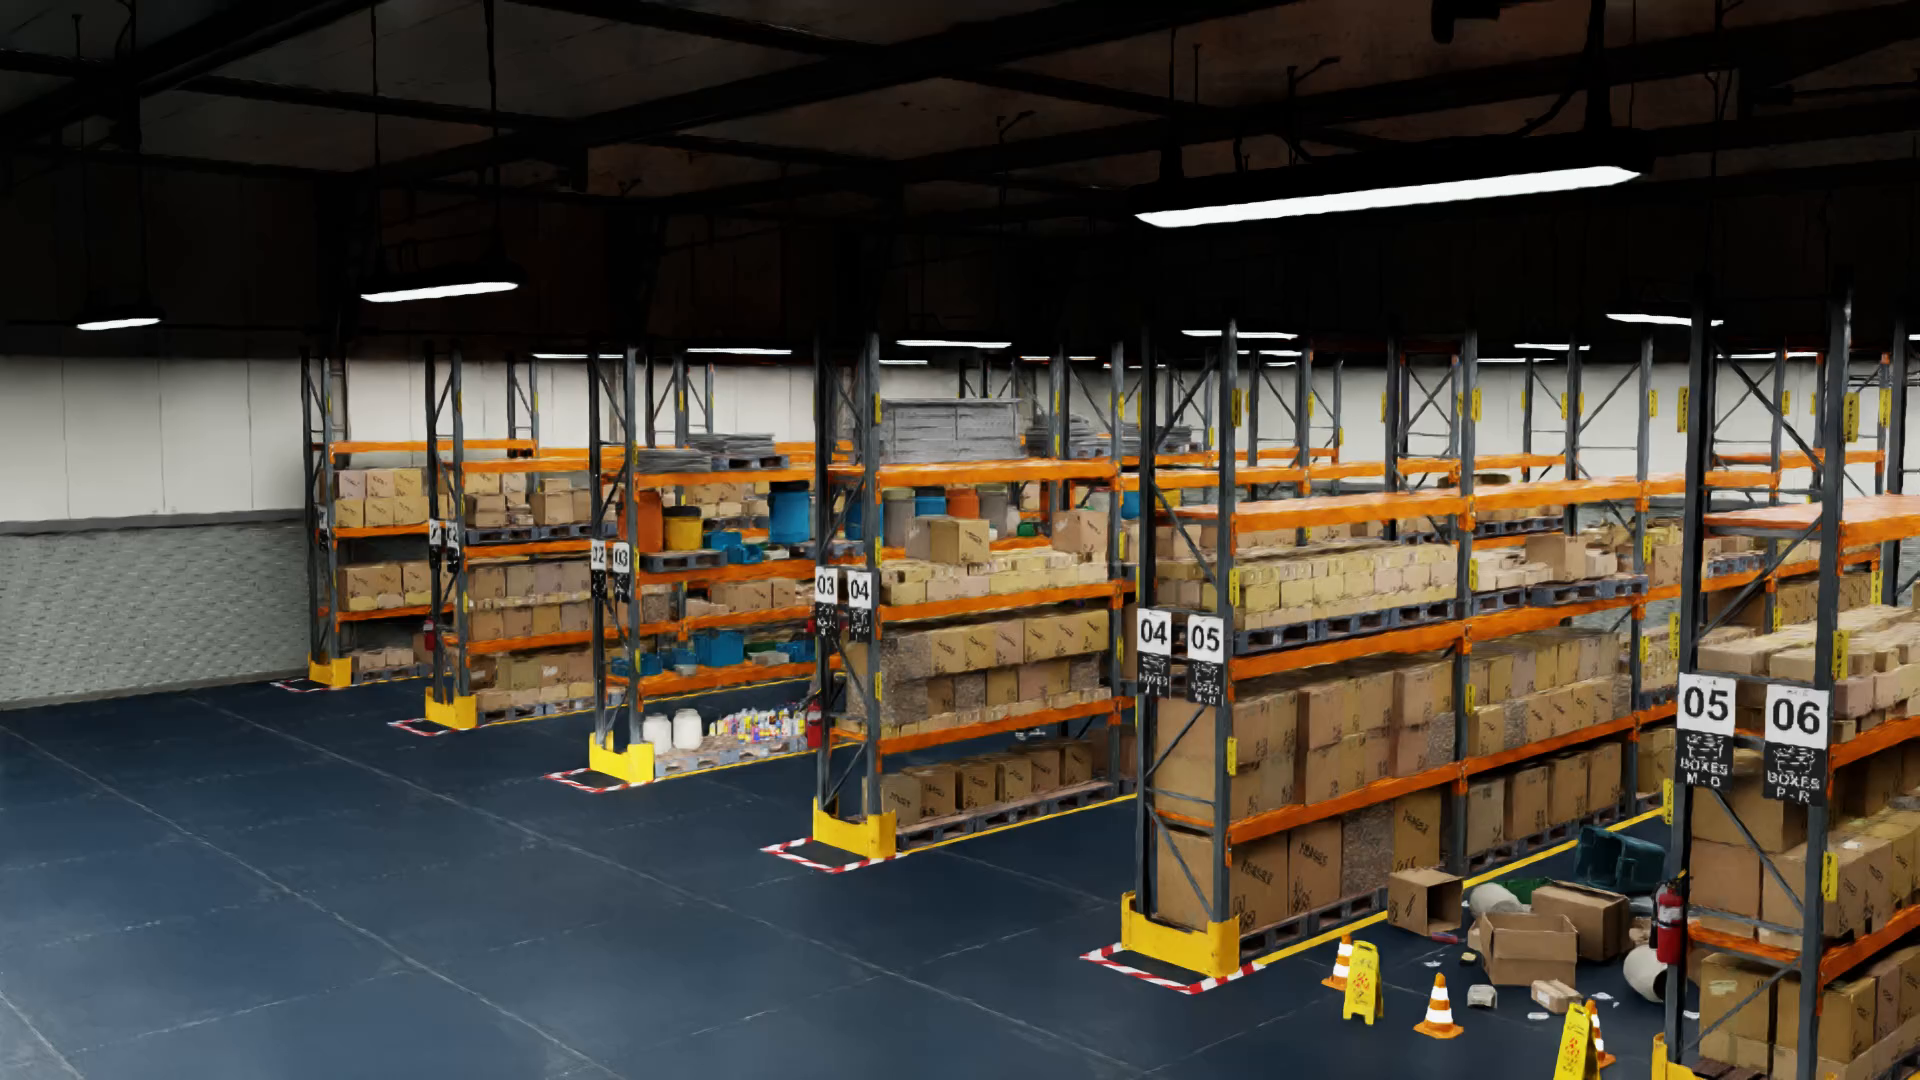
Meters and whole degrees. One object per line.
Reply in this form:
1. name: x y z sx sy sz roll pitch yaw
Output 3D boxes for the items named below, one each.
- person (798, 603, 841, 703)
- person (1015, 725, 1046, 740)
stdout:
1. person: -2.391 1.869 27.883 1.116 1.640 0.547 -5 7 -45
2. person: 1.046 2.165 24.887 0.419 1.603 0.504 2 5 20
